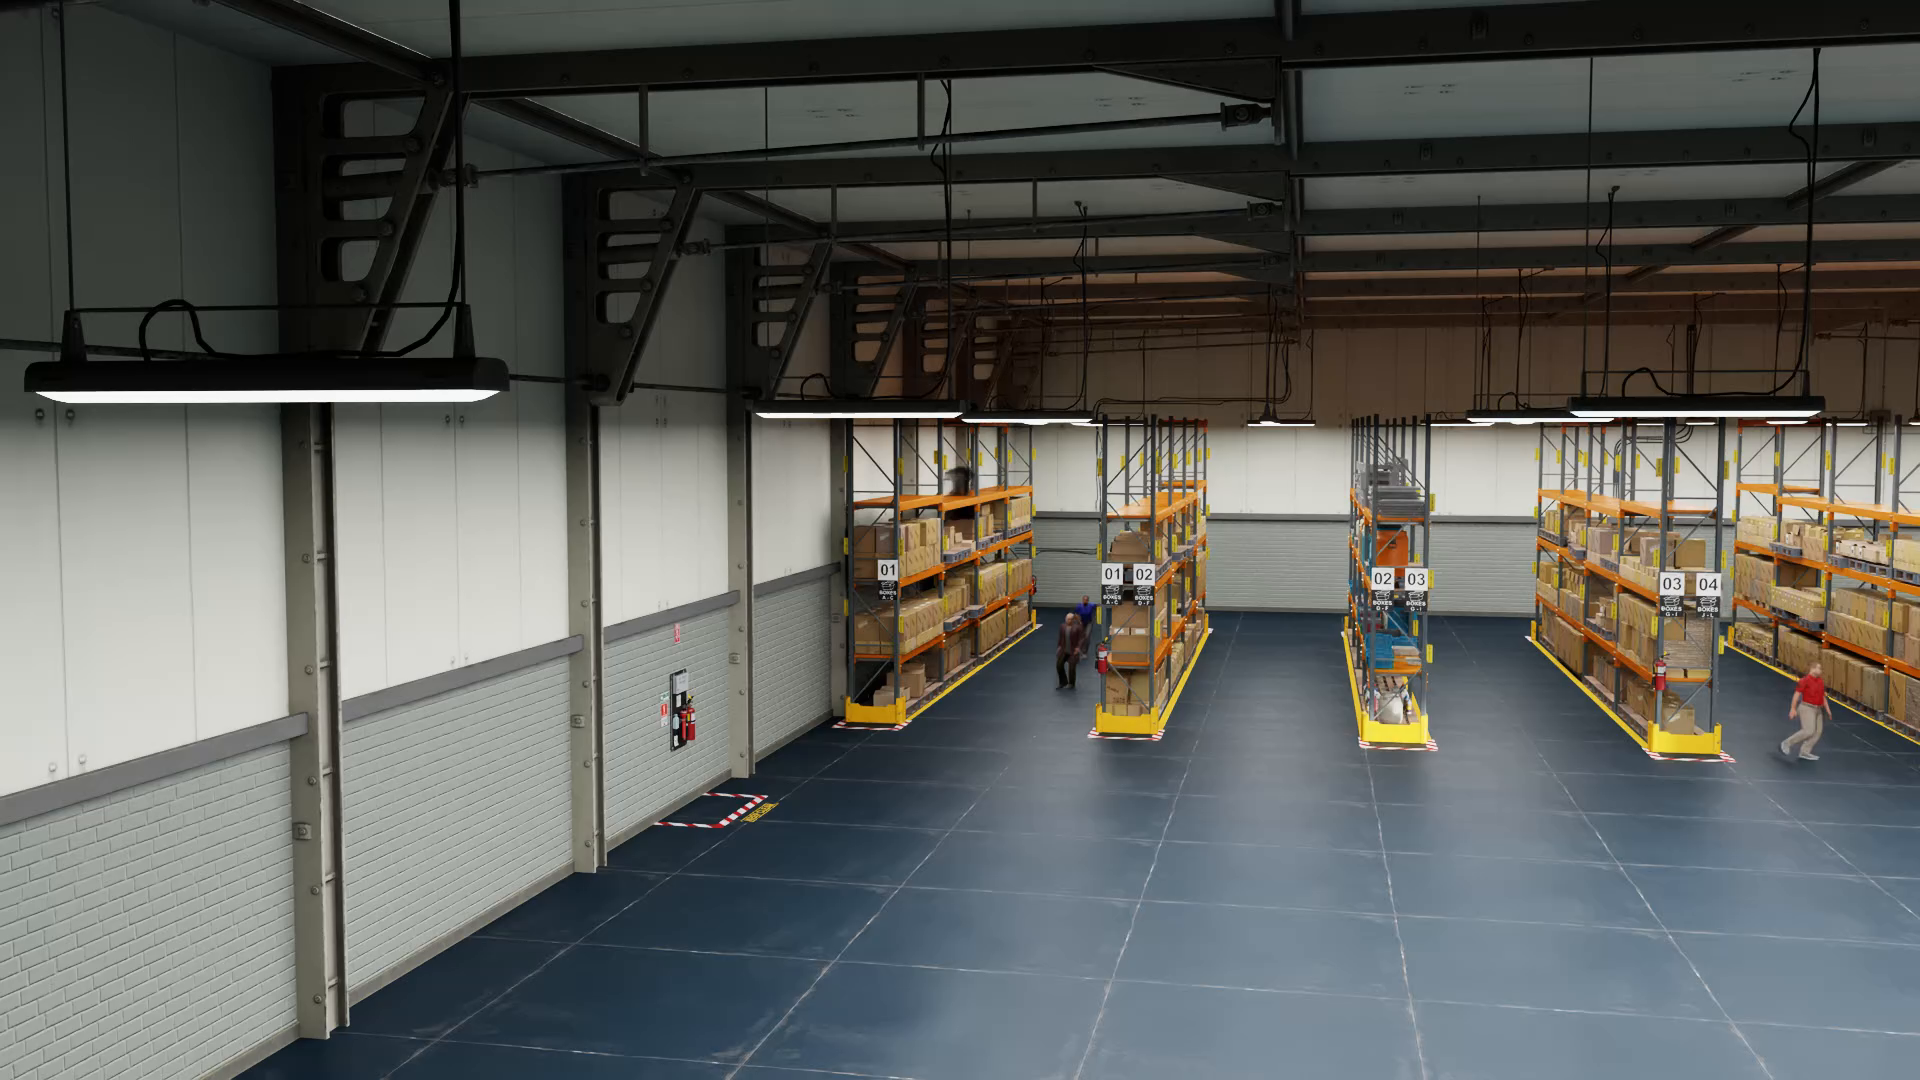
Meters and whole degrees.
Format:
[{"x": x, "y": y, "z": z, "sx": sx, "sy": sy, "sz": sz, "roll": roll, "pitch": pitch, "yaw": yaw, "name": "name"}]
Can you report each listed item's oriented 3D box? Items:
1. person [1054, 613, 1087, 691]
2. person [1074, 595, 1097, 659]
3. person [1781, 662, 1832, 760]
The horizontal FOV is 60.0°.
[{"x": 2.438, "y": 2.441, "z": 36.428, "sx": 0.739, "sy": 1.725, "sz": 0.776, "roll": 2, "pitch": 4, "yaw": 22, "name": "person"}, {"x": 3.175, "y": 2.168, "z": 41.942, "sx": 0.601, "sy": 1.606, "sz": 0.959, "roll": 0, "pitch": 4, "yaw": 0, "name": "person"}, {"x": 14.655, "y": 2.956, "z": 28.815, "sx": 0.781, "sy": 1.687, "sz": 0.591, "roll": -2, "pitch": 4, "yaw": -32, "name": "person"}]
